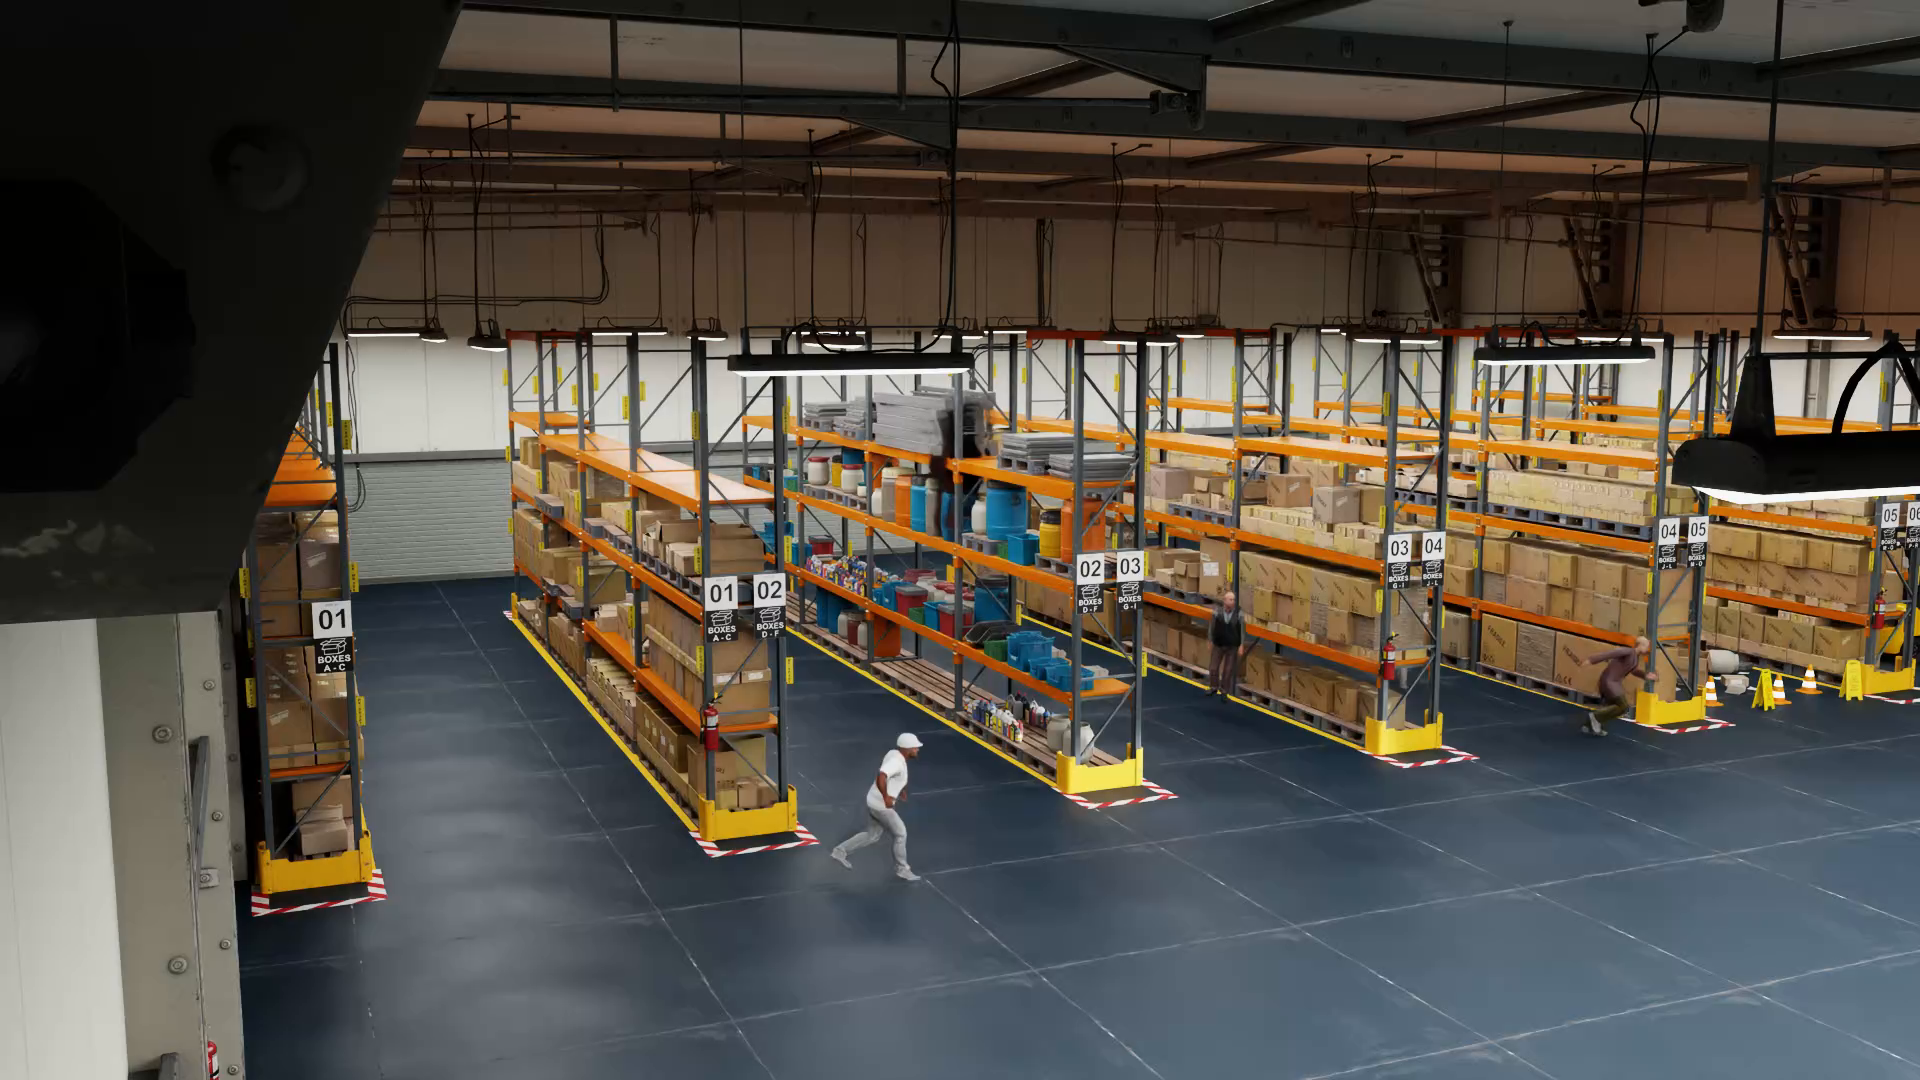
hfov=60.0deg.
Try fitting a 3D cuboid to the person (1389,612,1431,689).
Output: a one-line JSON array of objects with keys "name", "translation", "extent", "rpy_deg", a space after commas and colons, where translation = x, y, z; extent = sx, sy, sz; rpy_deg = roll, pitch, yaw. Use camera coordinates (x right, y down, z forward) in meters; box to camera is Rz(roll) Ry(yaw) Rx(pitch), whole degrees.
[{"name": "person", "translation": [7.569, 1.680, 28.307], "extent": [0.779, 1.710, 0.634], "rpy_deg": [-1, 8, -6]}]

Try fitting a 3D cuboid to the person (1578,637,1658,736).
[{"name": "person", "translation": [9.844, 2.187, 24.846], "extent": [1.057, 1.542, 0.734], "rpy_deg": [5, 9, 34]}]

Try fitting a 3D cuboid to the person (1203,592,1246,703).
[{"name": "person", "translation": [4.143, 1.672, 26.021], "extent": [0.636, 1.754, 0.456], "rpy_deg": [2, 8, 11]}]

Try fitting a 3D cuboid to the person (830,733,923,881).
[{"name": "person", "translation": [-0.935, 3.004, 18.561], "extent": [1.043, 1.715, 0.736], "rpy_deg": [0, 8, 0]}]
